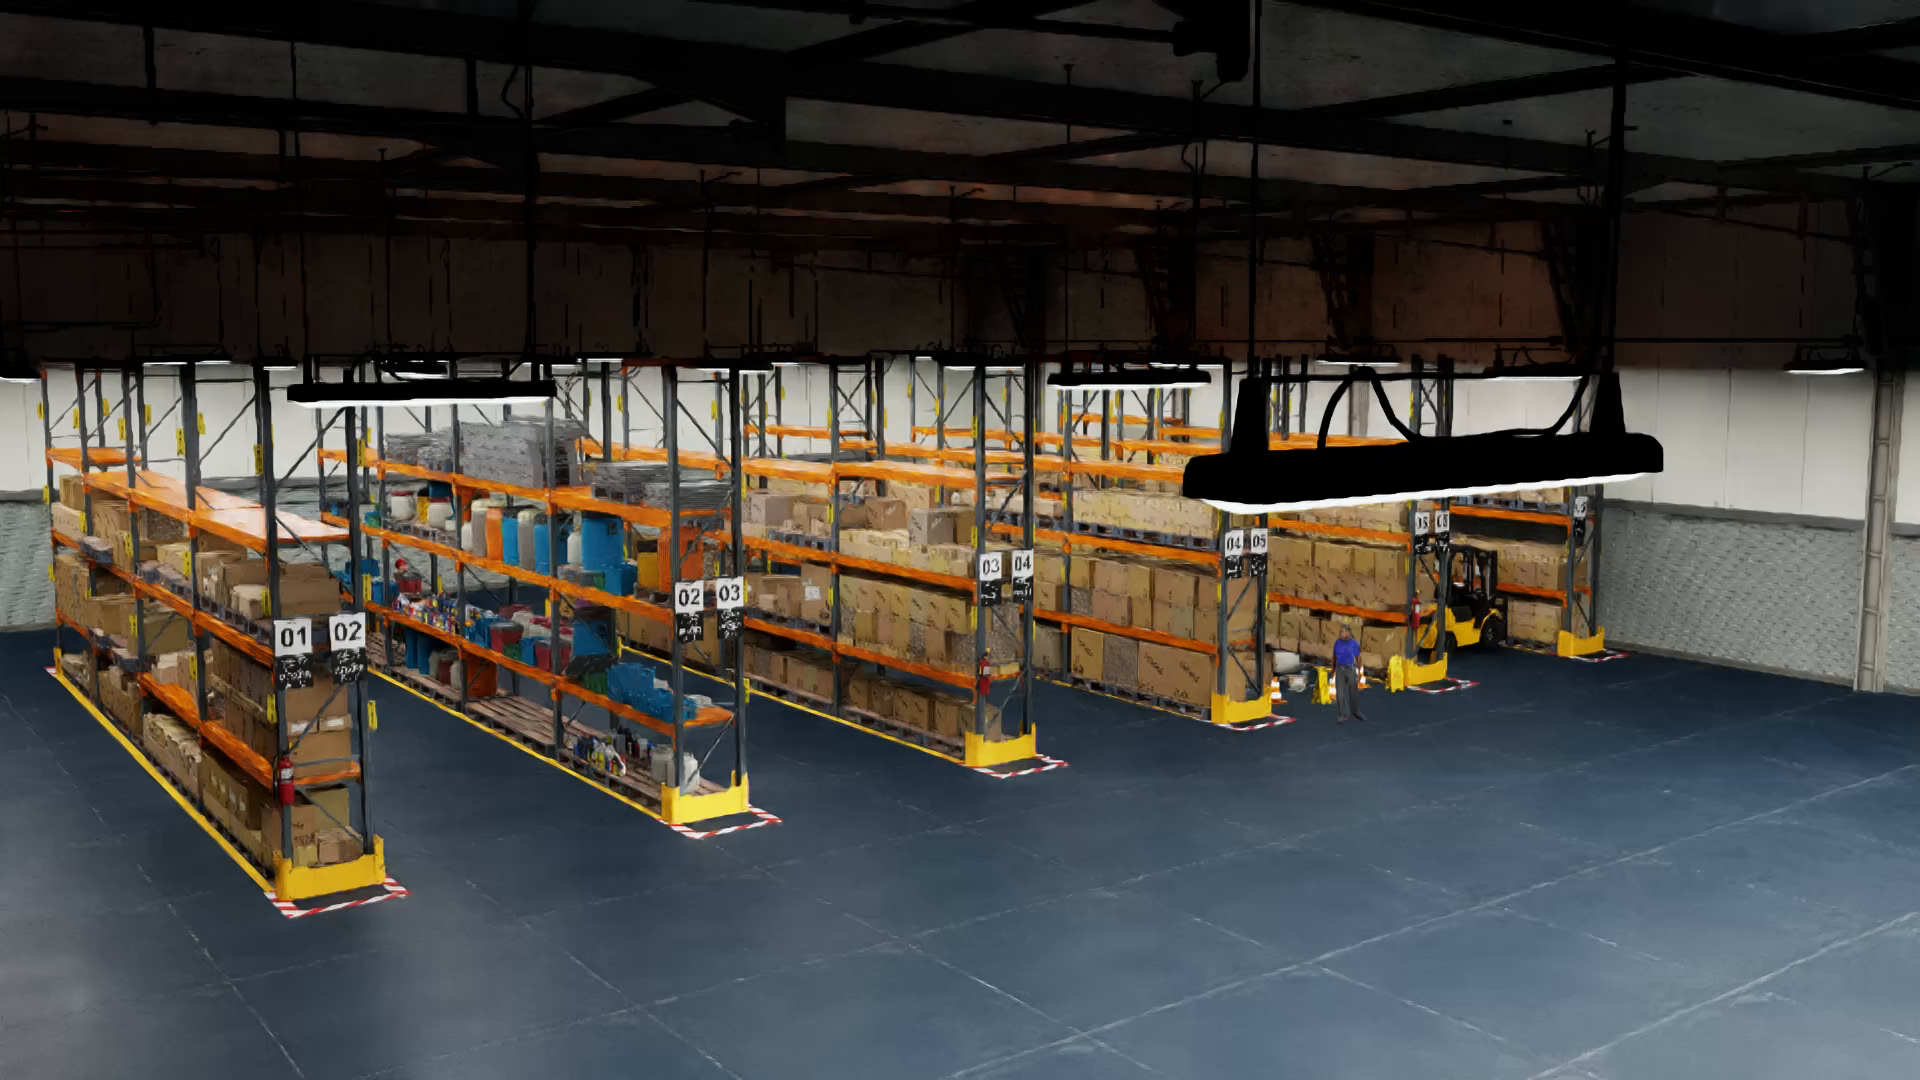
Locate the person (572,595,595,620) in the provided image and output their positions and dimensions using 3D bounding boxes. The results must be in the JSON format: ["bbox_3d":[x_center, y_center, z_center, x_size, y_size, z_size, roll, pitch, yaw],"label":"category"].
[{"bbox_3d":[-7.602,1.518,33.680,0.420,1.508,1.038,-4,8,-33],"label":"person"}]

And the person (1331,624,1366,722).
[{"bbox_3d":[6.480,2.252,27.752,0.568,1.536,0.526,3,8,26],"label":"person"}]

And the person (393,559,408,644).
[{"bbox_3d":[-11.582,1.280,34.570,0.411,1.793,0.650,-2,7,-13],"label":"person"}]

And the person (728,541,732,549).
[{"bbox_3d":[-5.697,0.411,41.879,0.611,1.771,0.781,0,7,2],"label":"person"}]
